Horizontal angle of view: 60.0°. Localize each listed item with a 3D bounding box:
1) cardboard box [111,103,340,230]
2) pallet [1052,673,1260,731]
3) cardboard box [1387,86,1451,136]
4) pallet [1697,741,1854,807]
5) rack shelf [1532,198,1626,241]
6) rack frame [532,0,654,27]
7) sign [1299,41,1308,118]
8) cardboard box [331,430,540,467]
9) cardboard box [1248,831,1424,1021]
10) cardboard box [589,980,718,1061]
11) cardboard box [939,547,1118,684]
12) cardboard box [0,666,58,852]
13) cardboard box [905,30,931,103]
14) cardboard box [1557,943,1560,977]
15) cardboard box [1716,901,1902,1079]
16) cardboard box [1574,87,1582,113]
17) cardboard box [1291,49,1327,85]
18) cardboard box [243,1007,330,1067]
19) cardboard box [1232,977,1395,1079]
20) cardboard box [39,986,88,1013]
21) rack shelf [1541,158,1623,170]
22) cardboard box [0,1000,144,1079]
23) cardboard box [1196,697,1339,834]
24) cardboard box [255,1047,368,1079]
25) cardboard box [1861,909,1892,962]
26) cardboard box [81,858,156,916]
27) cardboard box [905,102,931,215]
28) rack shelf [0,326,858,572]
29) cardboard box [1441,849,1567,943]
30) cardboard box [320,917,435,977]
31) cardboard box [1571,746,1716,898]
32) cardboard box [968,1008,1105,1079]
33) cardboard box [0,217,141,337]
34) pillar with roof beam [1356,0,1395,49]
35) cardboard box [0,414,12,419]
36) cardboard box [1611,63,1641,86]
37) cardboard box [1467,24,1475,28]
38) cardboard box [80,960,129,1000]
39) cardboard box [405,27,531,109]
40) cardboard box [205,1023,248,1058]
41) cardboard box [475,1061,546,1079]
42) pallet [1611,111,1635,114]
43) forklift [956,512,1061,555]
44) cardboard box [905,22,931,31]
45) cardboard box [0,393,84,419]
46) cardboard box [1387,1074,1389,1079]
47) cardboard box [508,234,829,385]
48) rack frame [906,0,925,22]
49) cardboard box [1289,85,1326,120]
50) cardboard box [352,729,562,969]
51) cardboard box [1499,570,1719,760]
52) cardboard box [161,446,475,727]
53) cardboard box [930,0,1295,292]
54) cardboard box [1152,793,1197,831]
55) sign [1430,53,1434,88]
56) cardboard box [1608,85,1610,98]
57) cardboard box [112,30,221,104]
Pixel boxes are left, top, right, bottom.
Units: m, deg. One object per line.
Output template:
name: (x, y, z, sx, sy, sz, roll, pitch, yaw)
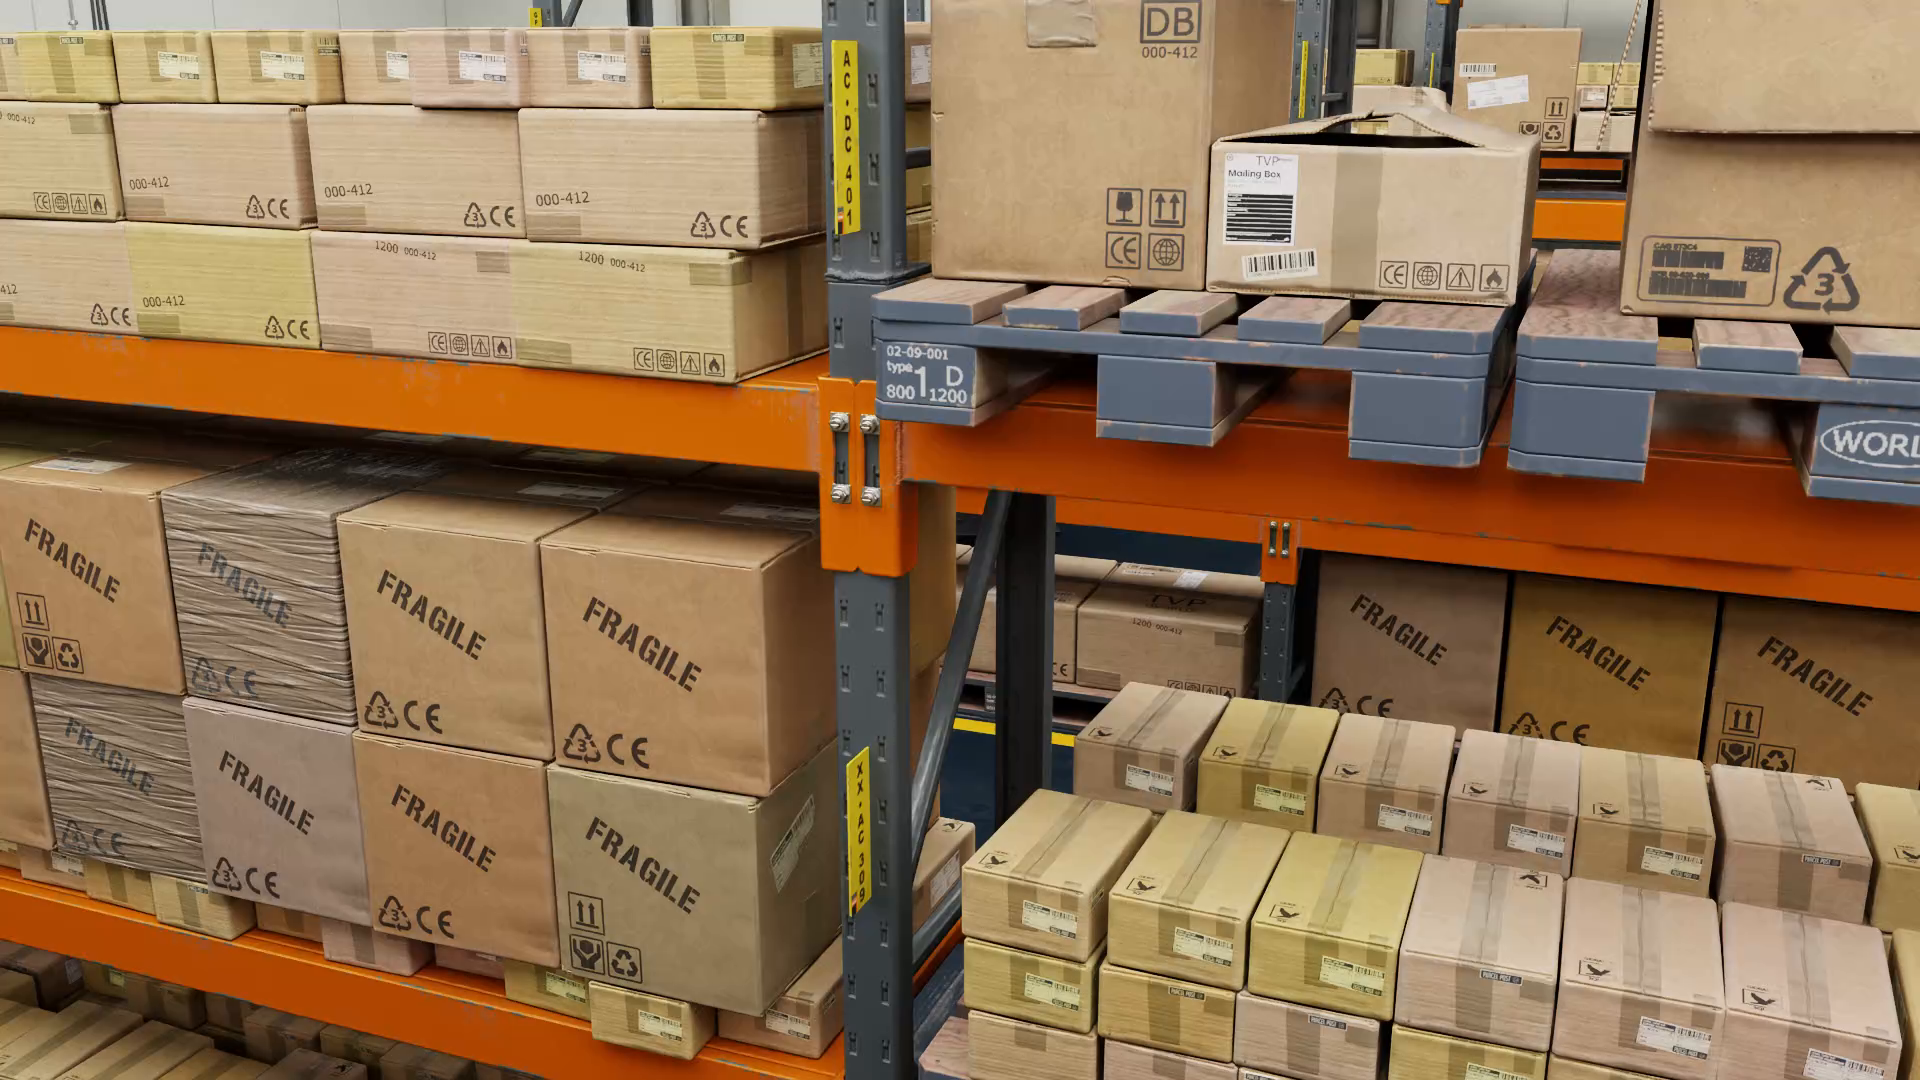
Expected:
cardboard box: (-1.494, -0.851, 3.717, 0.500, 0.250, 0.500, 7, 18, 23)
pallet: (1.039, 0.794, 9.060, 1.213, 0.211, 1.003, 6, 17, 21)
cardboard box: (2.055, -1.883, 7.386, 0.258, 0.266, 0.396, 6, 17, 20)
pallet: (3.602, 1.076, 8.089, 1.213, 0.211, 1.003, 6, 17, 21)
rack shelf: (3.578, -1.337, 7.310, 4.000, 0.370, 1.077, 6, 17, 21)
rack frame: (-2.003, -3.737, 8.906, 0.127, 3.000, 1.000, 6, 17, 21)
sign: (1.515, -2.030, 7.335, 0.005, 0.325, 0.100, 6, 17, 21)
cardboard box: (-1.280, -0.042, 4.431, 0.500, 0.500, 0.500, 7, 17, 22)
cardboard box: (0.692, 0.694, 3.033, 0.250, 0.149, 0.380, 6, 17, 21)
cardboard box: (-0.636, 1.001, 3.795, 0.250, 0.149, 0.380, 6, 17, 19)
cardboard box: (0.340, 0.398, 9.264, 0.875, 0.438, 0.875, 6, 17, 19)
cardboard box: (-2.451, 0.466, 4.474, 0.500, 0.500, 0.500, 7, 17, 21)
cardboard box: (-0.186, -1.045, 3.671, 0.250, 0.149, 0.380, 6, 17, 20)
cardboard box: (1.404, 0.861, 3.526, 0.250, 0.149, 0.380, 5, 17, 18)
cardboard box: (1.396, 0.772, 2.764, 0.250, 0.149, 0.380, 7, 18, 23)
cardboard box: (2.615, -2.011, 7.746, 0.500, 0.311, 0.500, 6, 17, 21)
cardboard box: (2.502, -3.525, 12.394, 0.500, 0.250, 0.500, 6, 17, 20)
cardboard box: (-1.947, 1.454, 5.078, 0.250, 0.149, 0.380, 6, 17, 19)
cardboard box: (0.675, 0.835, 3.080, 0.250, 0.149, 0.380, 7, 17, 22)
cardboard box: (-2.906, 1.483, 5.511, 0.250, 0.149, 0.380, 6, 17, 19)
rack shelf: (5.396, -2.625, 11.746, 4.000, 0.370, 1.077, 6, 17, 21)
cardboard box: (-2.614, 1.521, 4.846, 0.250, 0.149, 0.380, 5, 17, 18)
cardboard box: (0.691, 0.498, 3.708, 0.250, 0.149, 0.380, 6, 17, 19)
cardboard box: (-1.862, 1.592, 4.603, 0.250, 0.149, 0.380, 6, 17, 21)
cardboard box: (1.889, 0.773, 3.294, 0.250, 0.149, 0.380, 7, 18, 23)
cardboard box: (-2.075, 0.823, 4.408, 0.250, 0.149, 0.380, 7, 18, 23)
cardboard box: (-0.364, -0.873, 3.792, 0.500, 0.250, 0.500, 7, 18, 22)
rack shelf: (-1.865, -0.452, 4.262, 4.000, 0.370, 1.077, 6, 17, 21)
cardboard box: (1.169, 0.692, 3.572, 0.250, 0.149, 0.380, 6, 17, 19)
cardboard box: (-1.357, 0.906, 4.124, 0.250, 0.149, 0.380, 5, 17, 18)
cardboard box: (1.402, 0.578, 3.433, 0.250, 0.149, 0.380, 6, 17, 19)
cardboard box: (0.193, 0.926, 3.302, 0.250, 0.149, 0.380, 5, 17, 18)
cardboard box: (-1.953, -0.658, 3.950, 0.500, 0.250, 0.500, 6, 17, 20)
pillar with roof beam: (1.639, -3.804, 9.137, 0.400, 9.000, 9.100, 6, 17, 21)
cardboard box: (-2.934, -0.068, 4.522, 0.500, 0.500, 0.500, 7, 18, 22)
cardboard box: (4.656, -3.227, 11.512, 0.250, 0.149, 0.380, 7, 17, 21)
cardboard box: (3.845, -3.633, 12.167, 0.258, 0.266, 0.396, 6, 17, 20)
cardboard box: (-2.640, 1.342, 5.463, 0.250, 0.149, 0.380, 6, 17, 19)
cardboard box: (-0.888, -0.952, 3.351, 0.250, 0.149, 0.380, 6, 17, 21)
cardboard box: (-2.159, 1.545, 5.299, 0.250, 0.149, 0.380, 7, 17, 21)
cardboard box: (-1.195, 1.515, 4.867, 0.250, 0.149, 0.380, 7, 17, 22)
pallet: (5.082, -2.895, 11.721, 1.003, 0.211, 1.213, 6, 17, 21)
forklift: (0.079, -1.235, 11.171, 1.130, 2.935, 3.031, -2, 16, -7)
cardboard box: (-0.183, -2.349, 8.393, 0.500, 0.500, 0.500, 7, 17, 22)
cardboard box: (-2.737, -0.199, 4.972, 0.500, 0.500, 0.500, 6, 17, 19)
cardboard box: (0.917, 1.005, 3.028, 0.250, 0.149, 0.380, 6, 17, 21)
cardboard box: (-0.560, -0.501, 3.409, 0.500, 0.250, 0.500, 7, 17, 22)
rack frame: (-0.186, -5.025, 13.342, 0.127, 3.000, 1.000, 6, 17, 21)
cardboard box: (2.507, -3.281, 12.450, 0.500, 0.250, 0.500, 6, 17, 19)
cardboard box: (-1.041, 0.627, 3.922, 0.500, 0.500, 0.500, 6, 17, 19)
cardboard box: (3.167, 0.505, 8.112, 0.875, 0.875, 0.875, 7, 18, 22)
cardboard box: (-1.495, 0.091, 3.975, 0.500, 0.500, 0.500, 7, 18, 22)
cardboard box: (0.308, -0.776, 3.153, 0.500, 0.500, 0.700, 6, 17, 21)
cardboard box: (0.438, 0.613, 3.846, 0.250, 0.149, 0.380, 7, 18, 22)
sign: (3.344, -3.282, 11.791, 0.005, 0.325, 0.100, 6, 17, 21)
cardboard box: (4.599, -3.236, 12.079, 0.250, 0.149, 0.380, 6, 17, 19)
cardboard box: (-1.608, -1.040, 3.651, 0.250, 0.149, 0.380, 6, 17, 20)
